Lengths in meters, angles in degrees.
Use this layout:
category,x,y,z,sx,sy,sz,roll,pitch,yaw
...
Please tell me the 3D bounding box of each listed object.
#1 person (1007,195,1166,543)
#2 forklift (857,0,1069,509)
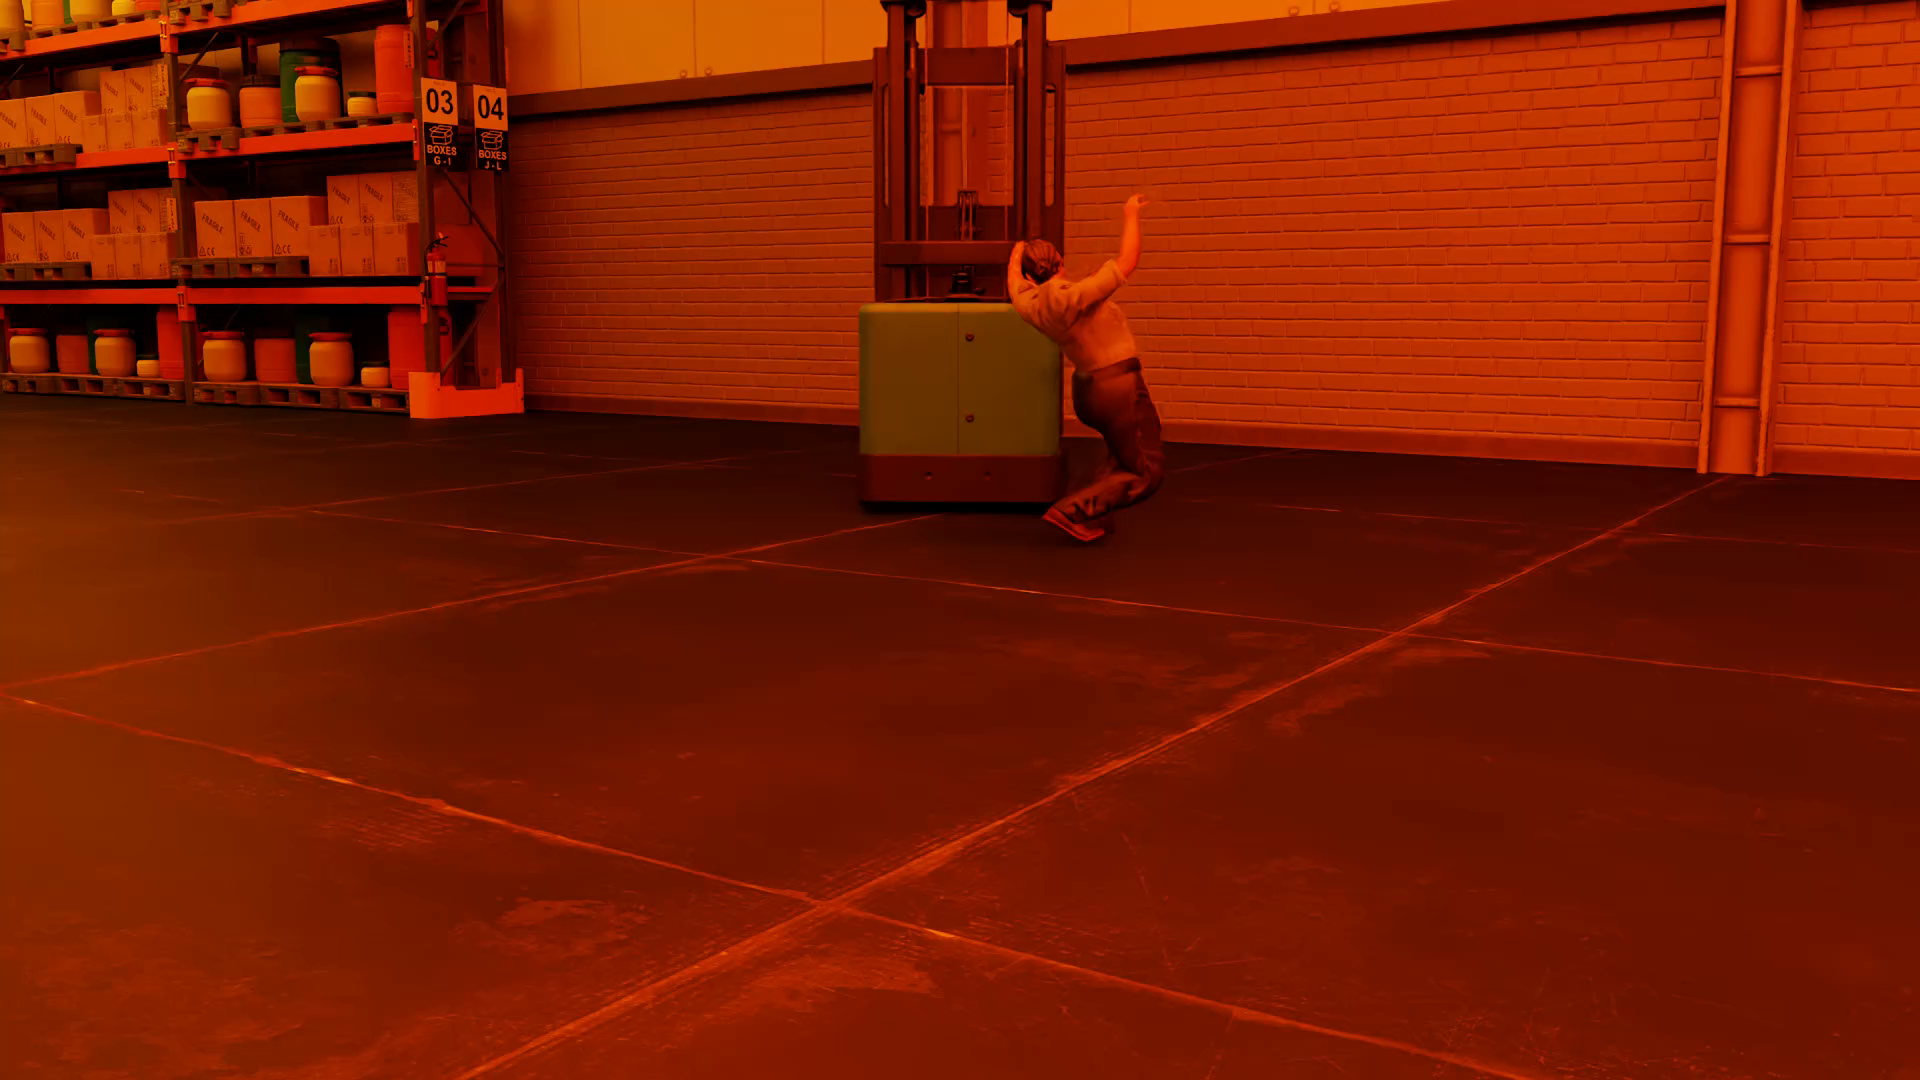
category,x,y,z,sx,sy,sz,roll,pitch,yaw
person,0.599,-0.785,7.707,0.769,1.576,1.011,-3,8,-18
forklift,0.066,-1.784,9.741,1.130,2.935,3.031,0,8,3
